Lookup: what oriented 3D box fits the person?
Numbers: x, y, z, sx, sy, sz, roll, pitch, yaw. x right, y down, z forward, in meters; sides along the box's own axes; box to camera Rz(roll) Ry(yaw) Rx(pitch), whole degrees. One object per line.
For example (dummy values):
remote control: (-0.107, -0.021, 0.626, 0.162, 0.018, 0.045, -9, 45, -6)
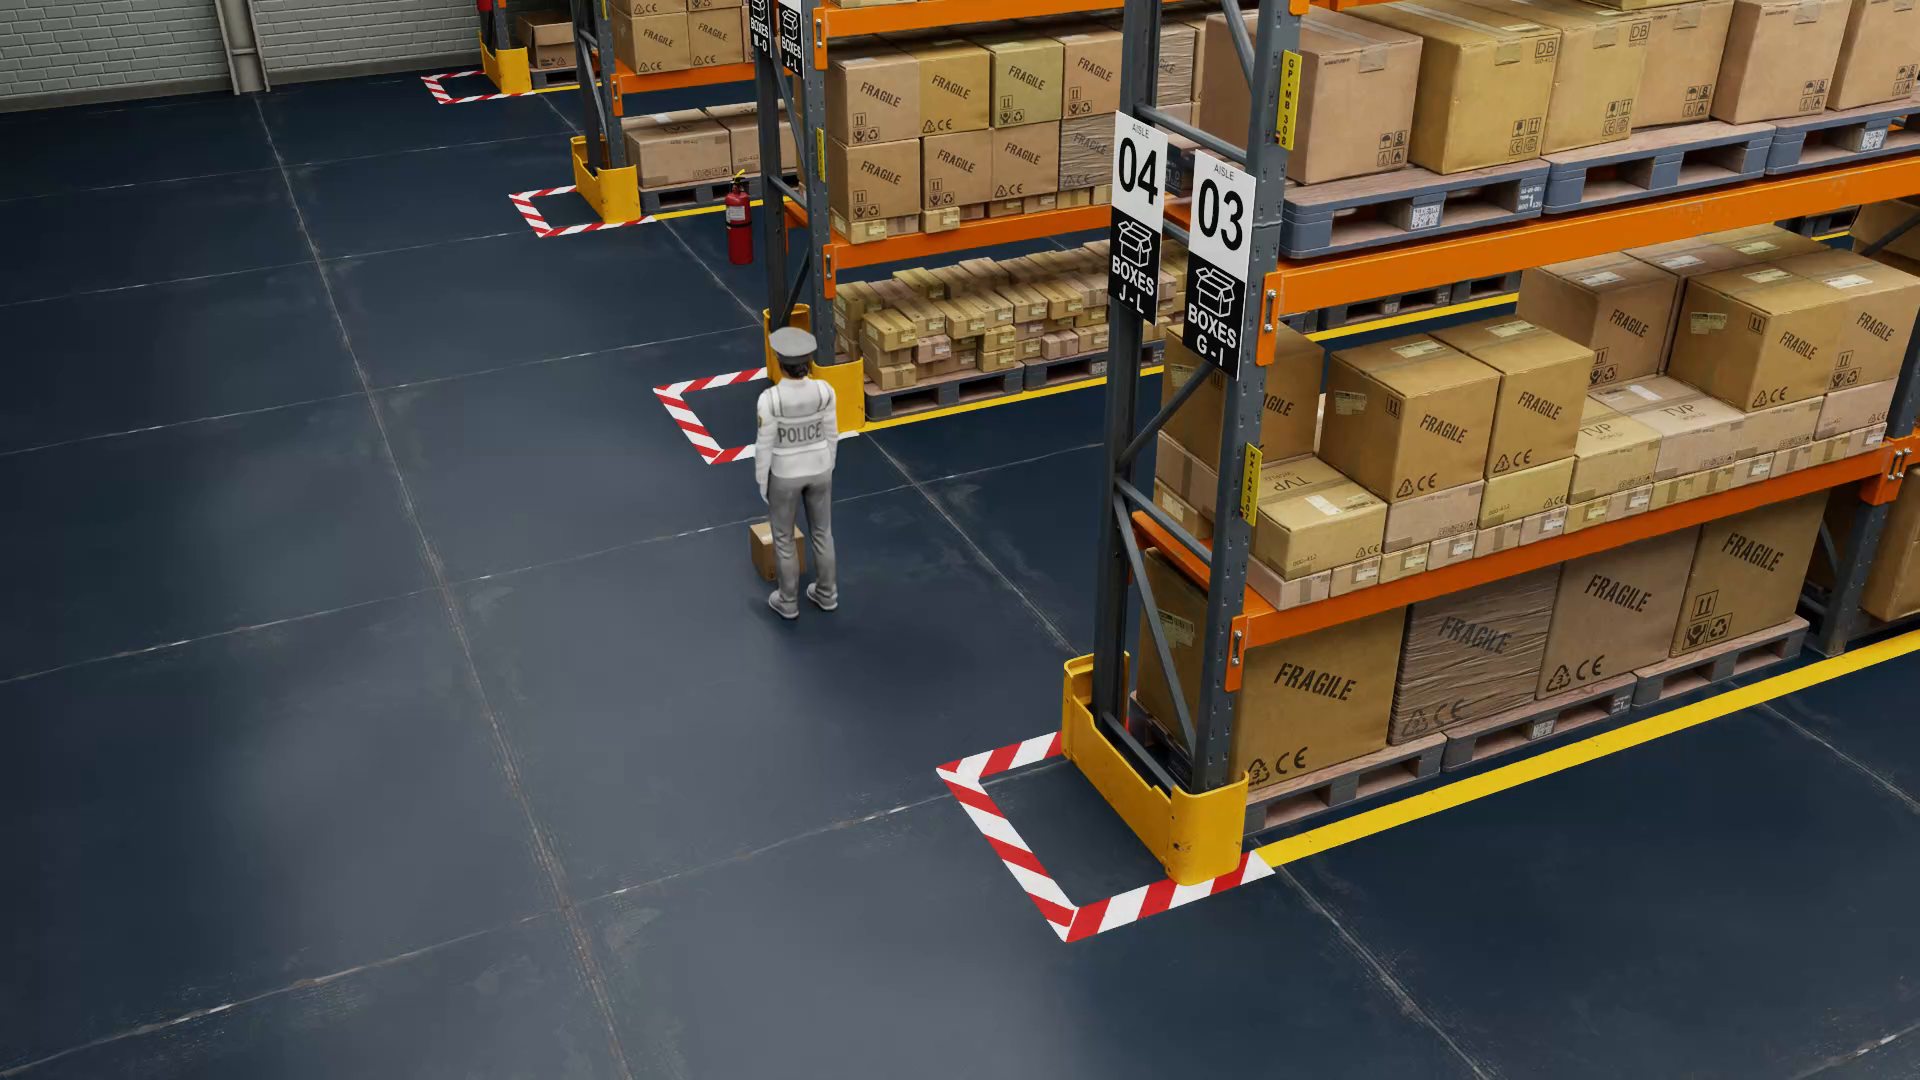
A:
person: (-0.889, -0.353, 9.052, 0.468, 1.678, 0.329, -12, 32, -21)
